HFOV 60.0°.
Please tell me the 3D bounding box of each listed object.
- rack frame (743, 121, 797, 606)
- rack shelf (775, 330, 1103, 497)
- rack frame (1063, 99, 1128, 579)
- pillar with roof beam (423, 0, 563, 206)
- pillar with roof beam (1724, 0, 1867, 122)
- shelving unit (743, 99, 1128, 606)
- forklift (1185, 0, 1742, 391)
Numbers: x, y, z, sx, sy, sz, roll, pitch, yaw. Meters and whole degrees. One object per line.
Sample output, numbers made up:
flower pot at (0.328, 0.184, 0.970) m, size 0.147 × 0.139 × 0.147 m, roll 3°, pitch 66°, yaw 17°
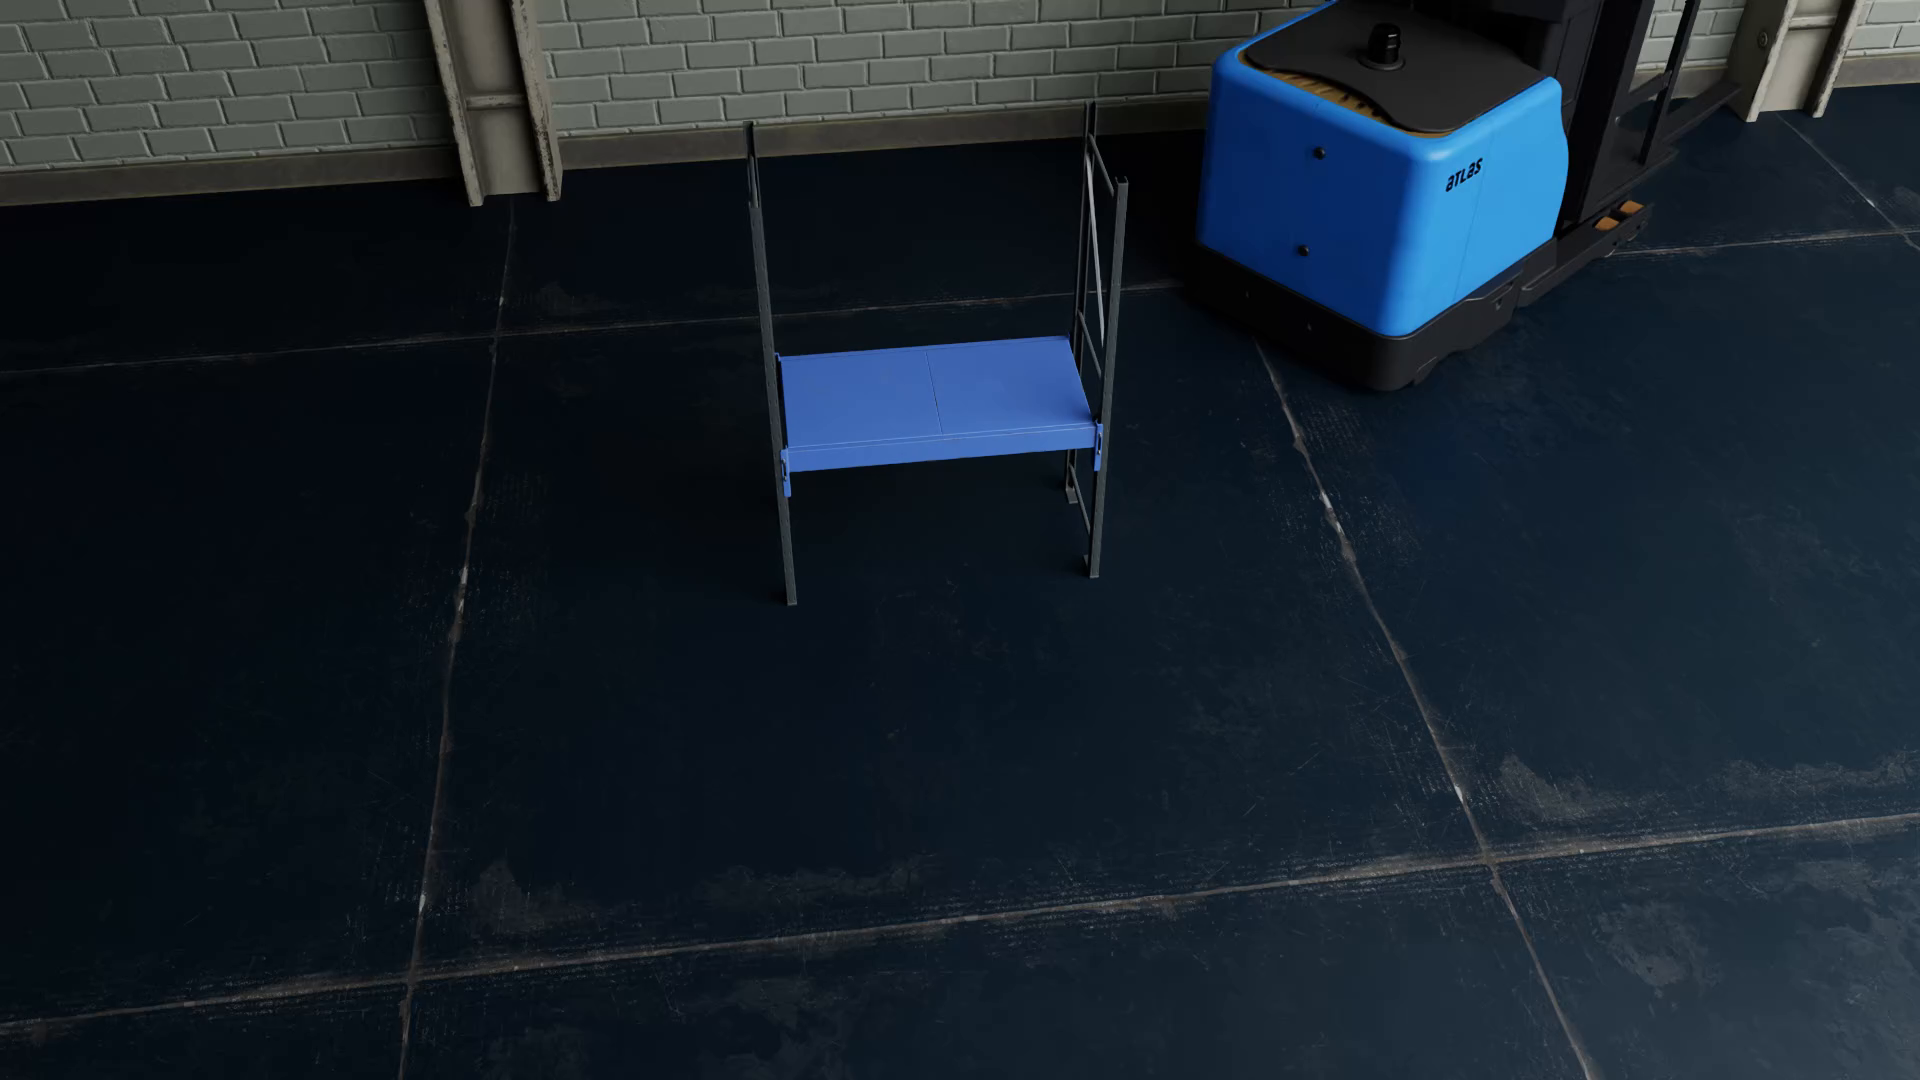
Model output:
rack frame at (-0.589, -0.505, 5.191) m, size 0.032 × 1.500 × 0.500 m, roll -5°, pitch 42°, yaw -6°
rack shelf at (-0.085, -0.416, 5.360) m, size 1.000 × 0.185 × 0.538 m, roll -5°, pitch 42°, yaw -6°
rack frame at (0.419, -0.594, 5.288) m, size 0.032 × 1.500 × 0.500 m, roll -5°, pitch 42°, yaw -6°
pillar with roof beam at (-1.449, -2.086, 1.344) m, size 0.400 × 9.000 × 9.100 m, roll -5°, pitch 42°, yaw -6°
pillar with roof beam at (4.501, -2.607, 1.921) m, size 0.400 × 9.000 × 9.100 m, roll -5°, pitch 42°, yaw -6°
shelving unit at (-0.085, -0.550, 5.239) m, size 1.048 × 1.500 × 0.538 m, roll -5°, pitch 42°, yaw -6°
forklift at (2.334, -2.519, 6.355) m, size 3.031 × 2.935 × 1.130 m, roll -33°, pitch 51°, yaw -31°
